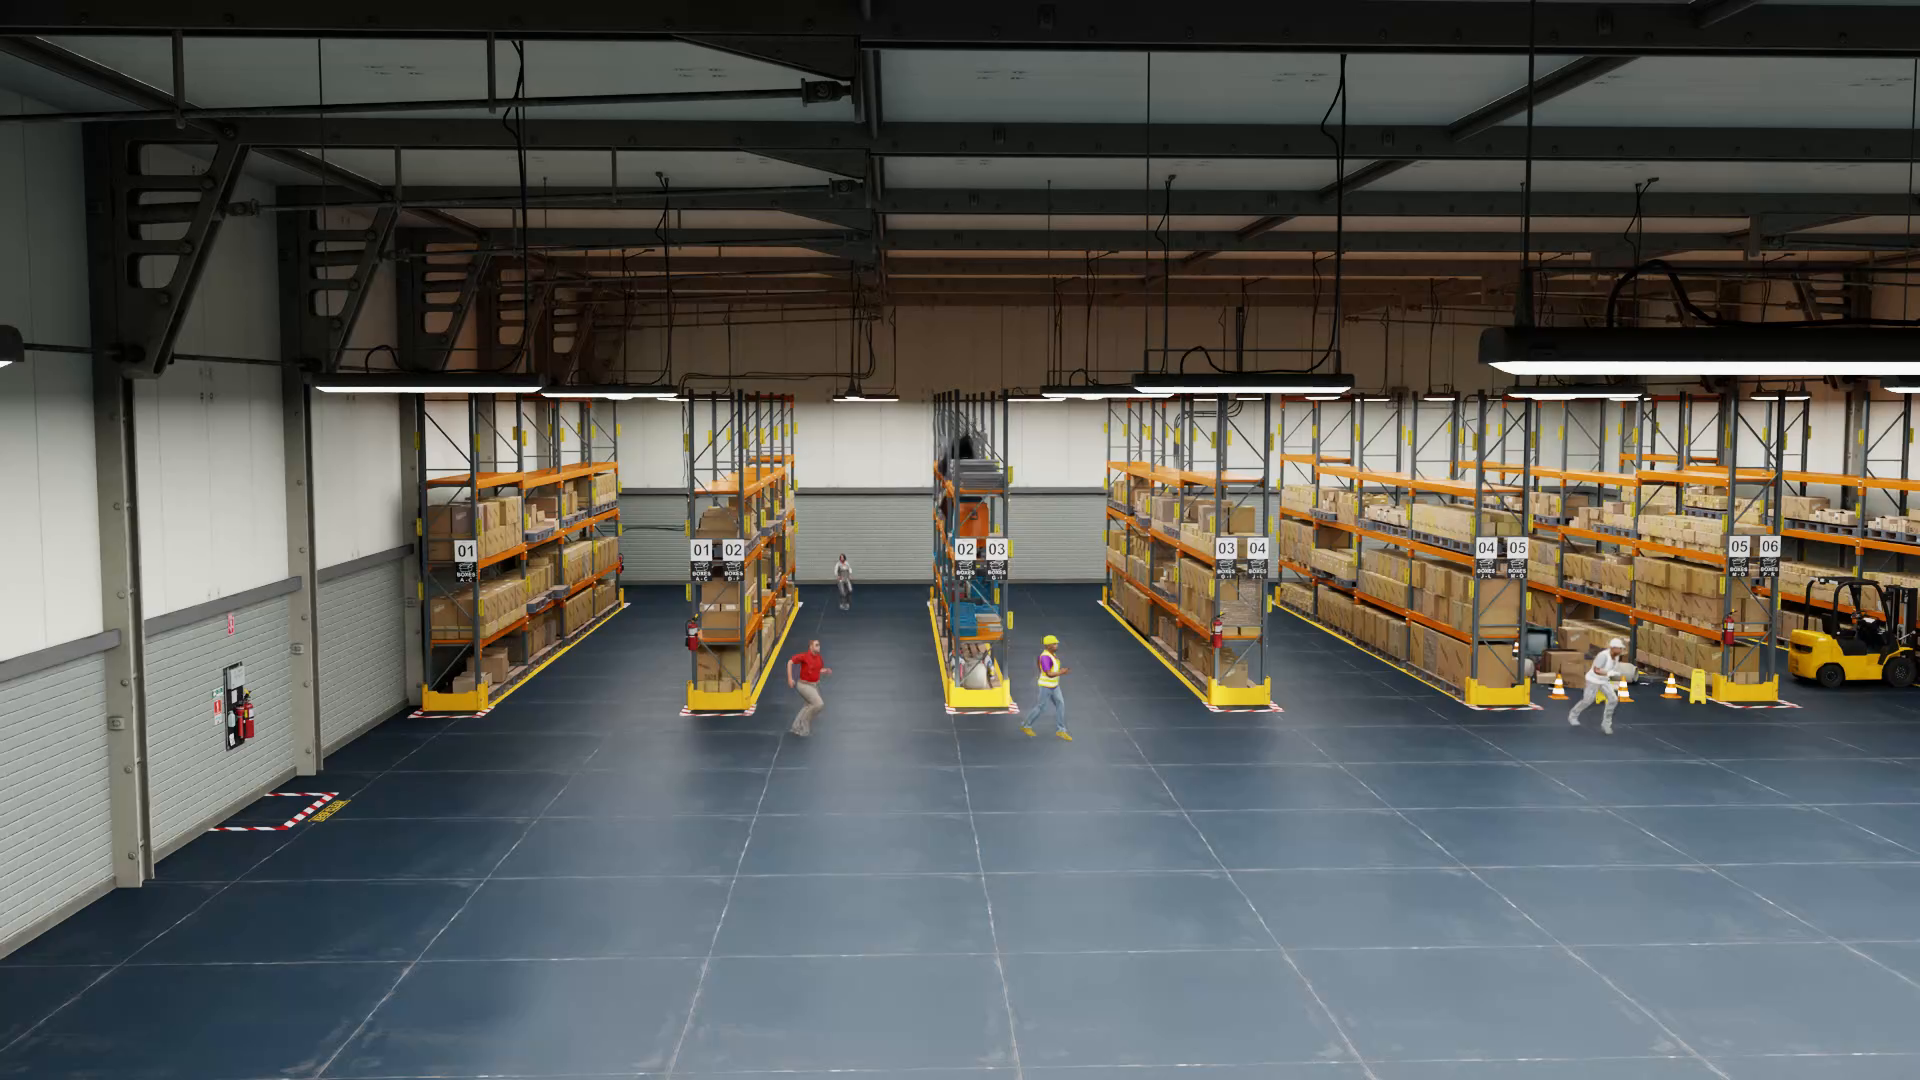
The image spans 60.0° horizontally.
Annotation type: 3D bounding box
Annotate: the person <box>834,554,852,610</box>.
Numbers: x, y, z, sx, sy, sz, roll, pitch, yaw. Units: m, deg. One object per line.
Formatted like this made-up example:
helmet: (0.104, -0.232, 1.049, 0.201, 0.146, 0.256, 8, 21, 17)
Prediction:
person: (-3.232, 1.162, 46.234, 0.552, 1.575, 0.598, -2, 5, -22)

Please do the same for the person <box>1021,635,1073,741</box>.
person: (1.479, 2.515, 28.290, 0.897, 1.803, 0.681, 2, 5, 20)

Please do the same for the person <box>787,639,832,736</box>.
person: (-2.565, 2.537, 28.528, 0.781, 1.678, 0.700, 2, 5, 28)

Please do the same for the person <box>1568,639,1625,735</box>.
person: (11.139, 2.542, 29.095, 0.707, 1.724, 1.017, -4, 6, -38)
